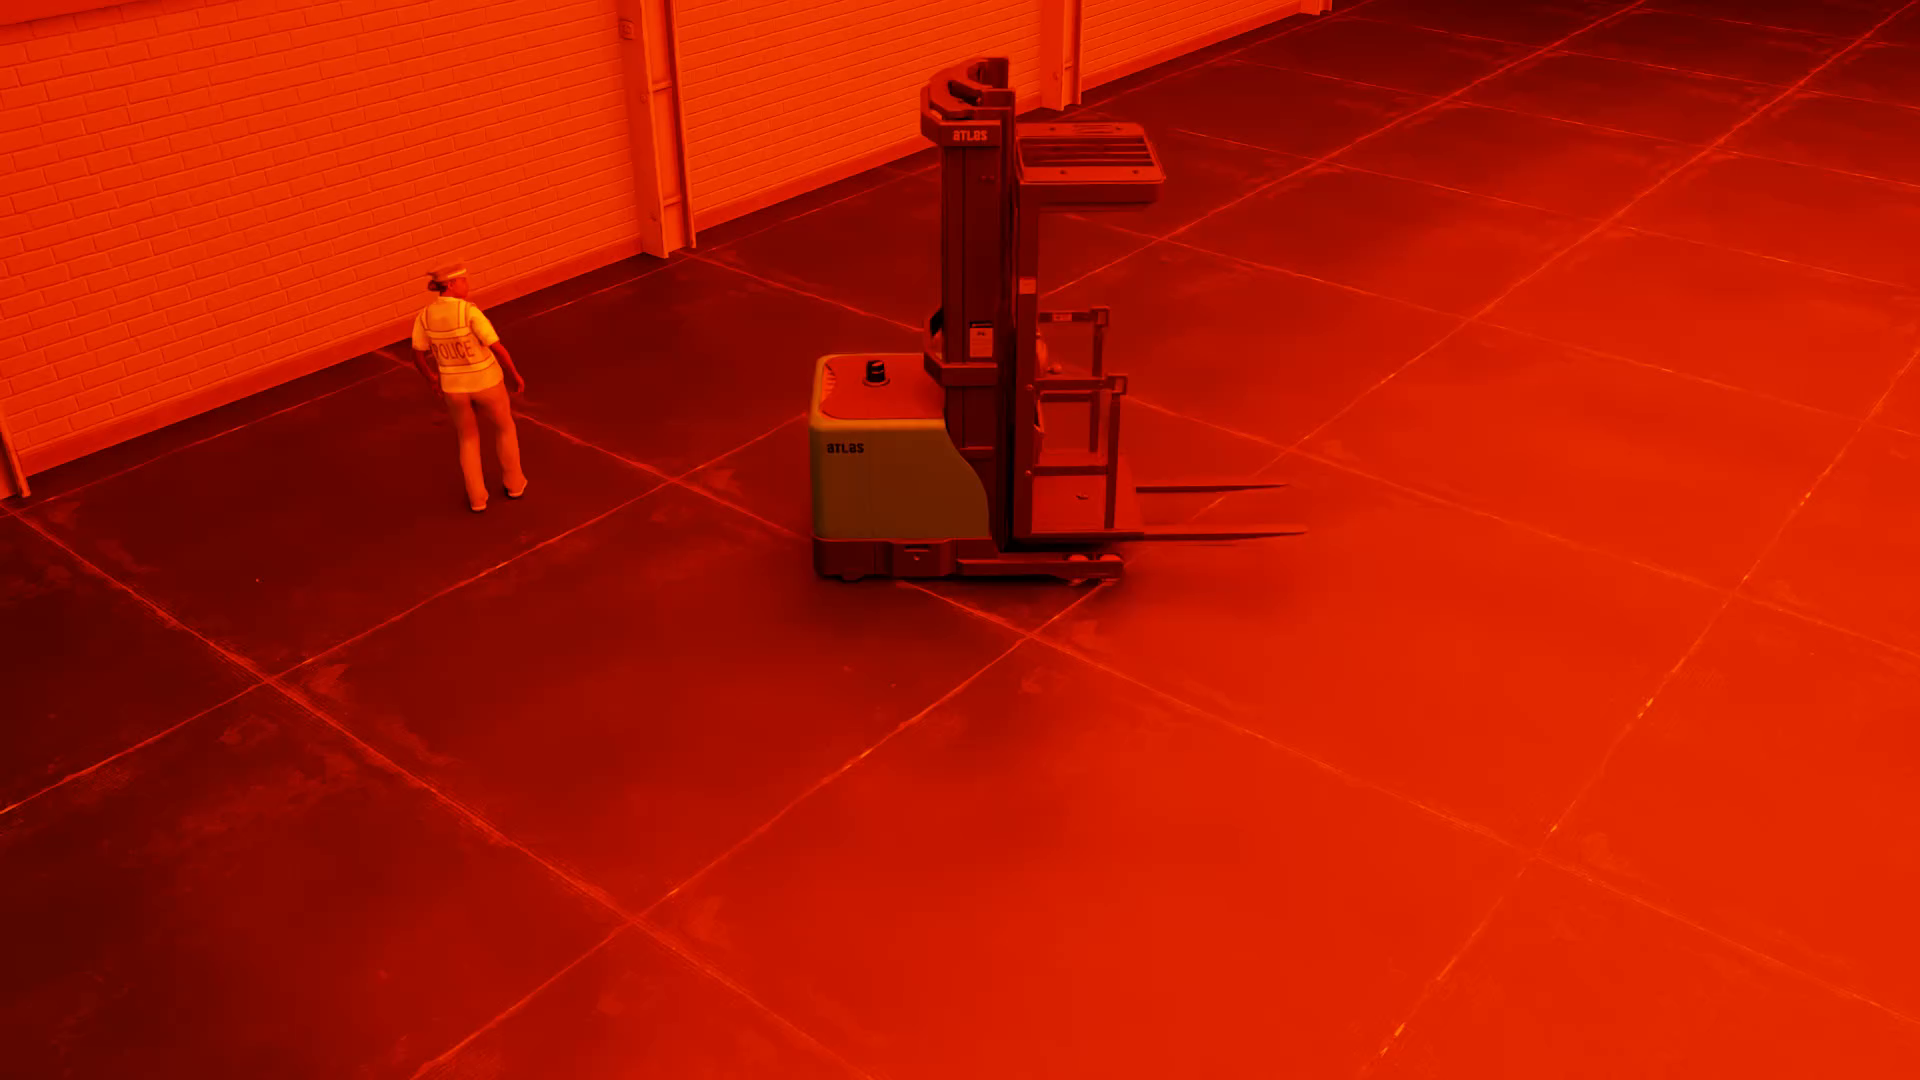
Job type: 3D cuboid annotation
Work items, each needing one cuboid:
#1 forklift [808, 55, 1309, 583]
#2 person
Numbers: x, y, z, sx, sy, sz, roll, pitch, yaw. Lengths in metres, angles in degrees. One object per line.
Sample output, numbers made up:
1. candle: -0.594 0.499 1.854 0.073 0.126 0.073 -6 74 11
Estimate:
1. forklift: 0.611 -1.276 9.778 3.031 2.935 1.130 -1 30 -1
2. person: -3.099 -1.005 10.585 0.663 1.656 0.482 0 30 0
